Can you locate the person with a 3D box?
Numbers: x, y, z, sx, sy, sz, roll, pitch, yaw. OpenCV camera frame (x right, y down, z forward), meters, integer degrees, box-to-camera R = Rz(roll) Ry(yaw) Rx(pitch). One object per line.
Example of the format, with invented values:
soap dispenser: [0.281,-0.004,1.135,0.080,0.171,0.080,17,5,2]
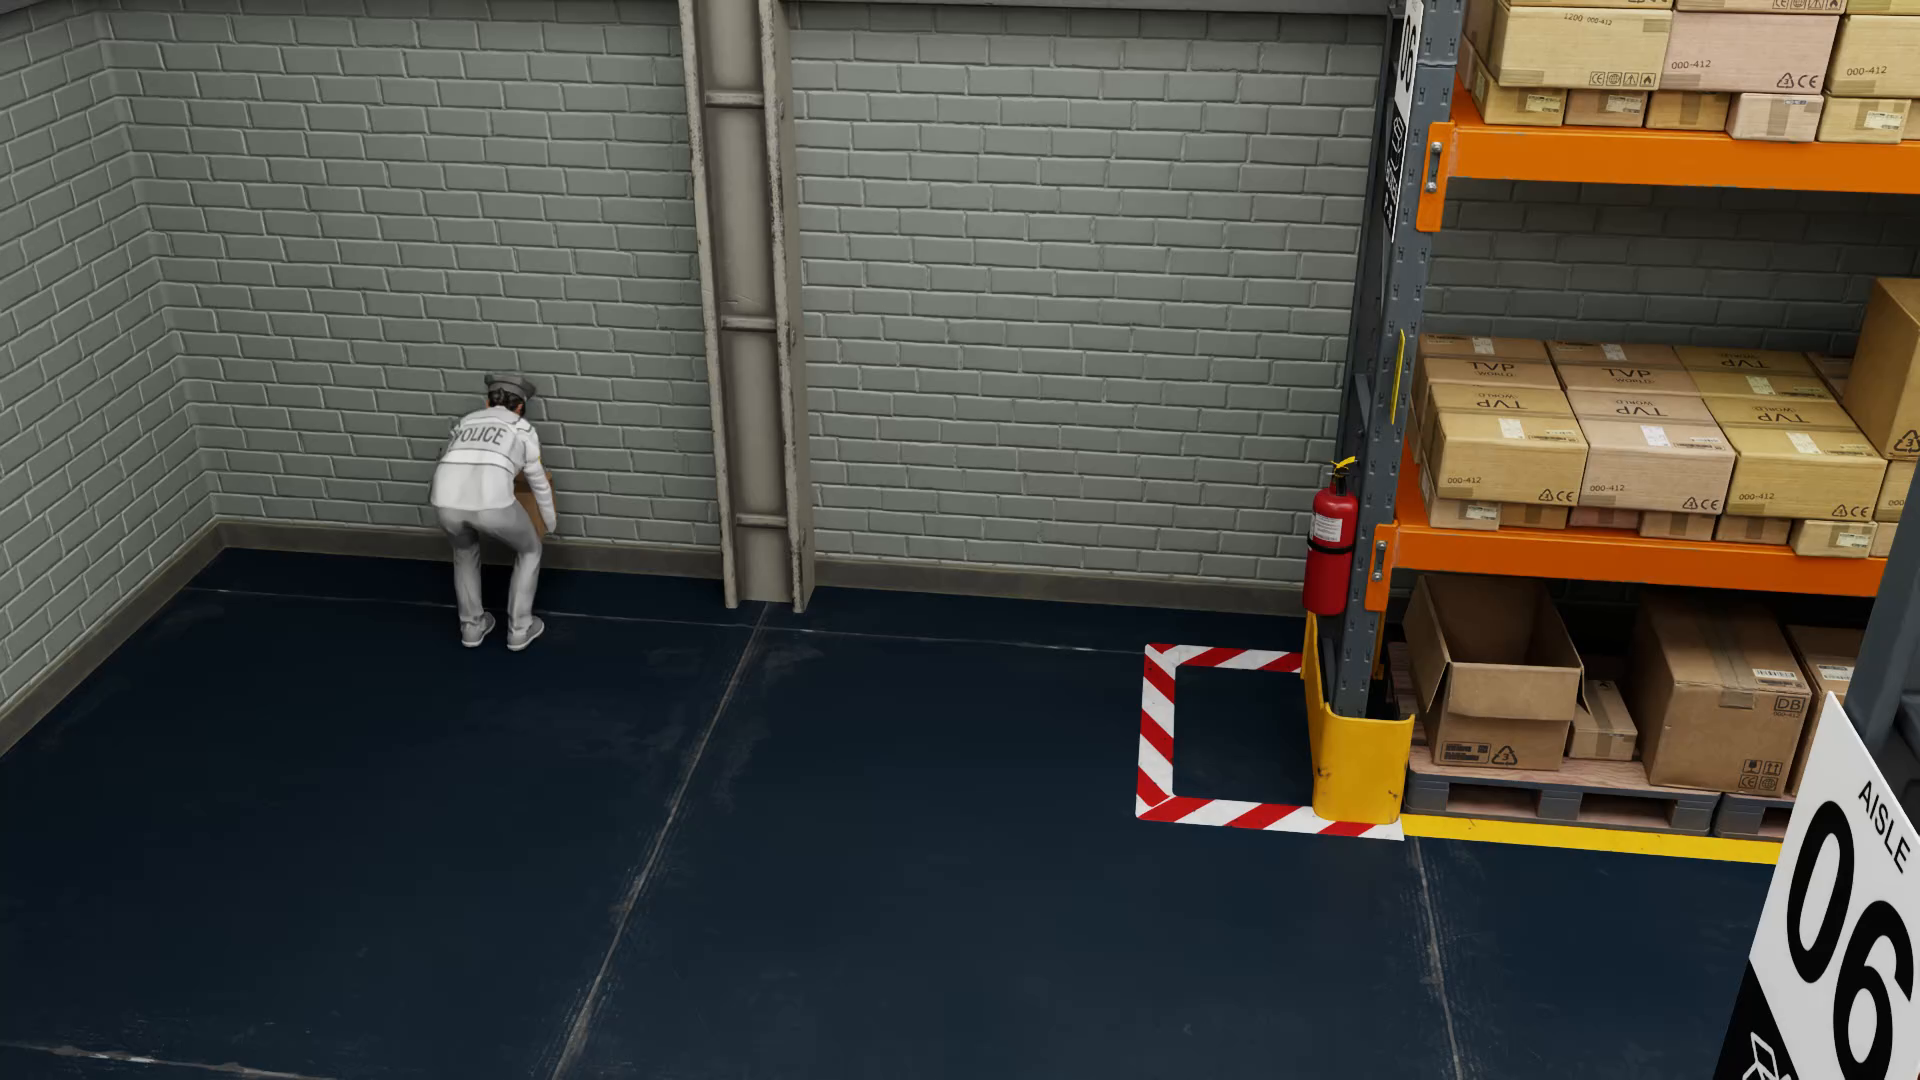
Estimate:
person: [-2.182,-0.139,7.902,0.436,1.168,0.912,2,29,5]
